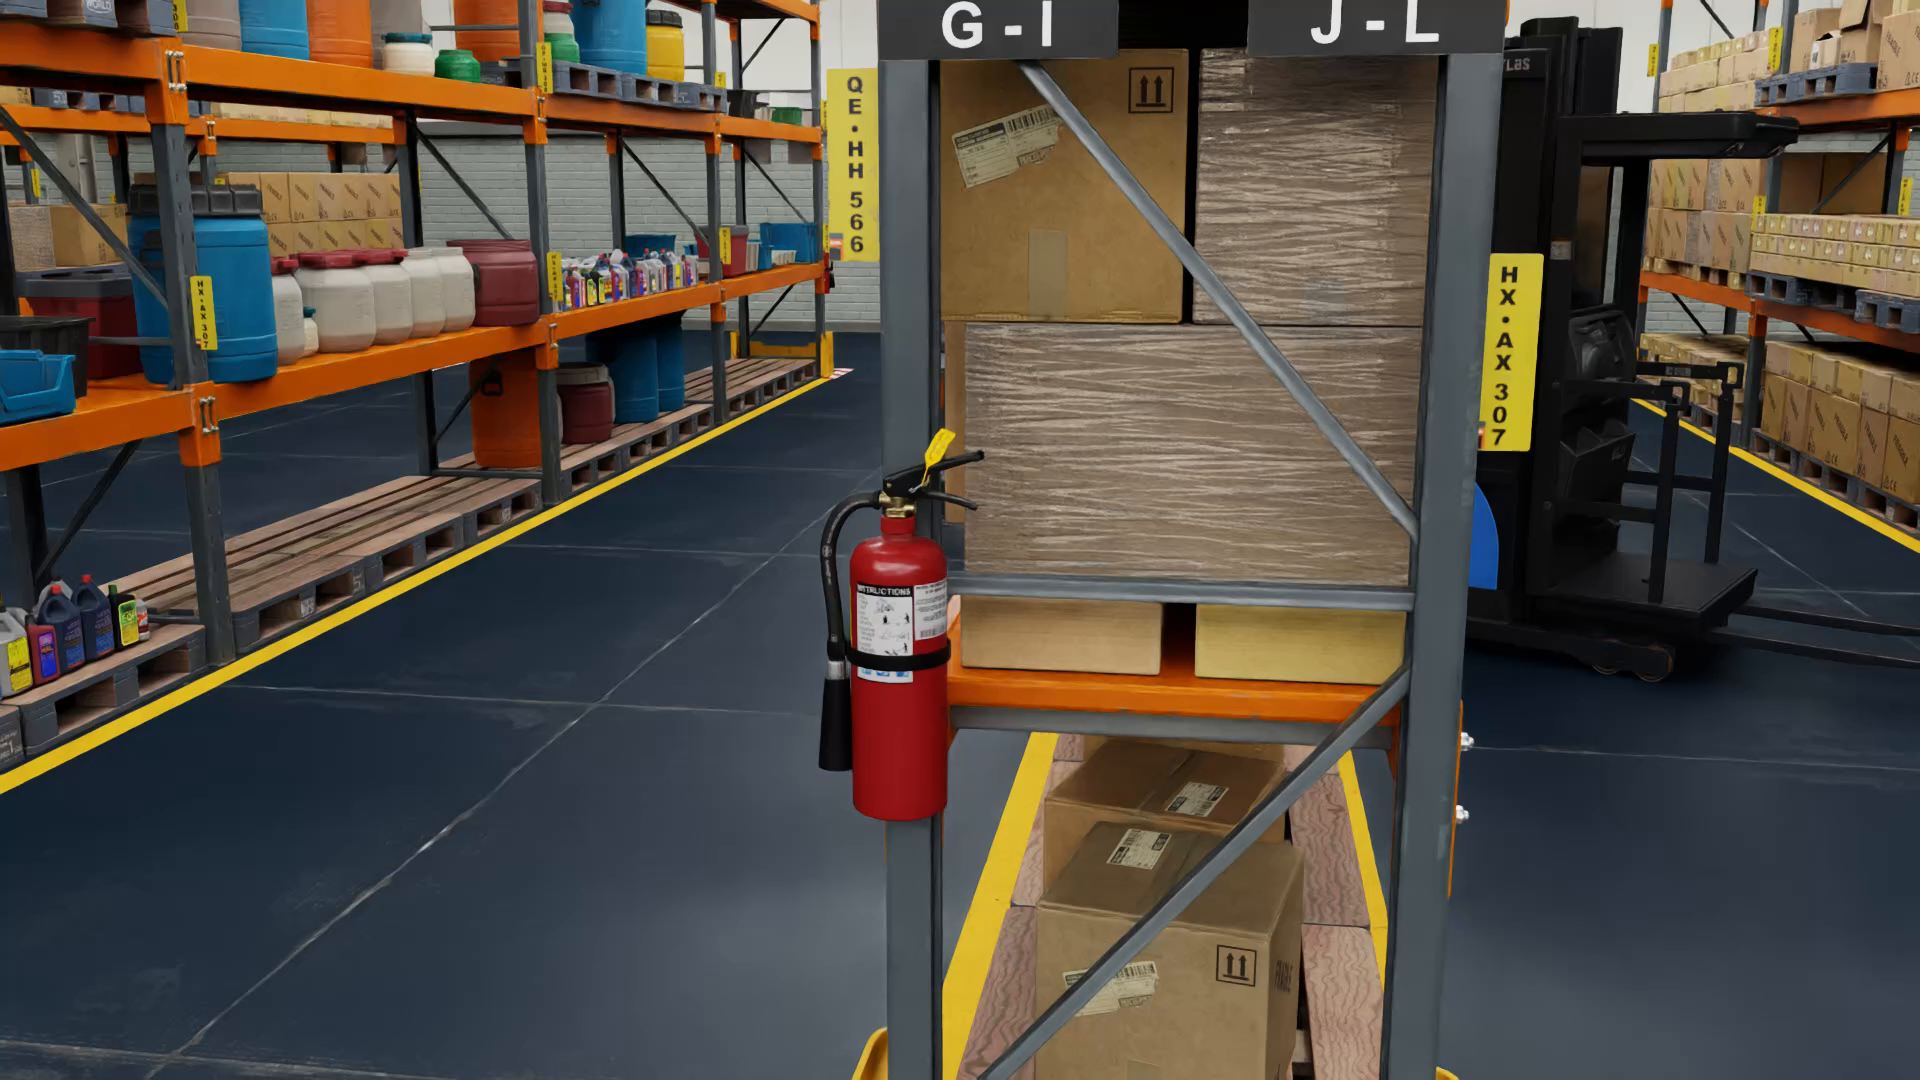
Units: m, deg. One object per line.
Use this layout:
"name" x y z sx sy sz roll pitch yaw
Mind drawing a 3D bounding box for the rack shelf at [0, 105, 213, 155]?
"rack shelf" -7.884 -3.422 13.838 1.077 0.370 4.000 2 12 9

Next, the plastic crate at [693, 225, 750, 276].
"plastic crate" -2.297 -2.800 16.073 0.402 0.464 0.583 2 12 9

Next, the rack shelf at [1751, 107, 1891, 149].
"rack shelf" 7.405 -3.751 15.365 1.077 0.370 4.000 2 12 9

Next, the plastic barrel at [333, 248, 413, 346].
"plastic barrel" -3.369 -1.398 9.537 0.433 0.535 0.433 0 12 0

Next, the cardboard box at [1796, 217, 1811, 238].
"cardboard box" 6.424 -2.309 12.276 0.380 0.149 0.250 2 12 8

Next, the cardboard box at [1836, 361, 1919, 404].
"cardboard box" 6.489 -1.099 11.628 0.500 0.250 0.500 2 12 10

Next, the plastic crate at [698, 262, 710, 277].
"plastic crate" -2.469 -2.555 15.711 0.396 0.136 0.243 2 12 9

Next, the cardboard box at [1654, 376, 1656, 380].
"cardboard box" 7.356 -1.708 17.070 0.380 0.149 0.250 2 12 8

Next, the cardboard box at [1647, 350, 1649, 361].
"cardboard box" 7.378 -1.909 17.294 0.380 0.149 0.250 2 12 11

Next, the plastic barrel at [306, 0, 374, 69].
"plastic barrel" -3.739 -3.106 9.644 0.600 0.830 0.708 2 12 9

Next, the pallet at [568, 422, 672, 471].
"pallet" -3.027 -0.785 13.634 1.003 0.211 1.213 2 12 9

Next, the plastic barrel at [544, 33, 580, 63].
"plastic barrel" -2.907 -3.538 12.043 0.294 0.245 0.294 0 12 0

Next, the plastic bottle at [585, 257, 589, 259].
"plastic bottle" -3.231 -2.316 14.424 0.097 0.271 0.097 0 12 0

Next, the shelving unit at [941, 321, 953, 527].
"shelving unit" 0.025 -1.061 10.432 0.431 2.100 0.503 2 12 9

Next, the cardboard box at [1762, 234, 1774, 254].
"cardboard box" 6.544 -2.327 13.062 0.380 0.149 0.250 2 12 8

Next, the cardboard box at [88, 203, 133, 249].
"cardboard box" -7.870 -2.886 15.531 0.700 0.500 0.500 -2 12 -10

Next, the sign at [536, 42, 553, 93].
"sign" -2.753 -3.128 11.017 0.100 0.325 0.005 2 12 9

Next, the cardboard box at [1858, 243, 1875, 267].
"cardboard box" 6.224 -1.895 11.060 0.380 0.149 0.250 2 12 9

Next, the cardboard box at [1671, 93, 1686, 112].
"cardboard box" 7.306 -4.251 16.334 0.500 0.250 0.500 2 12 10

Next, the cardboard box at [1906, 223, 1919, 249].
"cardboard box" 6.105 -1.877 10.272 0.380 0.149 0.250 1 12 6

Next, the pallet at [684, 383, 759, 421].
"pallet" -2.607 -1.353 16.271 1.003 0.211 1.213 2 12 9

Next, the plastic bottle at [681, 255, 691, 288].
"plastic bottle" -2.414 -2.363 14.614 0.061 0.283 0.133 2 12 9

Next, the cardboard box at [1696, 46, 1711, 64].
"cardboard box" 7.159 -4.559 15.629 0.380 0.149 0.250 2 12 10

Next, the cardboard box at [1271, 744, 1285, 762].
"cardboard box" 0.782 0.614 5.462 0.500 0.500 0.500 1 12 4

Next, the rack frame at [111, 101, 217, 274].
"rack frame" -7.576 -2.723 16.010 1.000 3.000 0.127 2 12 9

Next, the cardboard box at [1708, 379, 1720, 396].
"cardboard box" 6.885 -1.366 14.775 0.380 0.149 0.250 1 12 7

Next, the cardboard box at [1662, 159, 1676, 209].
"cardboard box" 7.310 -3.545 16.508 0.500 0.500 0.500 2 12 10

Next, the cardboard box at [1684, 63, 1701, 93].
"cardboard box" 7.219 -4.393 15.809 0.500 0.250 0.500 2 12 9

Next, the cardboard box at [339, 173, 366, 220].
"cardboard box" -6.909 -3.779 18.297 0.500 0.500 0.500 2 12 10

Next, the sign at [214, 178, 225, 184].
"sign" -7.027 -3.272 15.808 0.100 0.325 0.005 2 12 9

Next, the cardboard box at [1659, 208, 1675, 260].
"cardboard box" 7.313 -3.050 16.582 0.500 0.500 0.500 2 12 9

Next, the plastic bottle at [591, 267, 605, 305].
"plastic bottle" -2.739 -1.923 12.572 0.061 0.283 0.133 2 12 9

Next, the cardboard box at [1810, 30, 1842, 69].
"cardboard box" 6.755 -3.671 12.504 0.500 0.311 0.500 2 12 8

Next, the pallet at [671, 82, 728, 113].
"pallet" -2.706 -3.770 14.193 1.213 0.211 1.003 2 12 9

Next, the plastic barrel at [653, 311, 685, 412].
"plastic barrel" -2.783 -1.629 14.915 0.600 0.901 0.708 2 12 9

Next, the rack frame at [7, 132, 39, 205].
"rack frame" -11.856 -3.716 20.615 1.000 3.000 0.127 2 12 9

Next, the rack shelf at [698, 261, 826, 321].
"rack shelf" -2.375 -2.627 17.269 1.077 0.370 4.000 2 12 9

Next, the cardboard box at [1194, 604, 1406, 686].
"cardboard box" 0.646 0.168 3.192 0.380 0.149 0.250 2 12 9

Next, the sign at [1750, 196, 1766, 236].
"sign" 6.560 -2.659 13.656 0.100 0.325 0.005 2 12 9

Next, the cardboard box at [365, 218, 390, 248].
"cardboard box" -6.837 -3.395 18.888 0.500 0.500 0.500 2 12 9

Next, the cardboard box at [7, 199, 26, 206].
"cardboard box" -11.925 -3.756 20.089 0.980 0.700 0.700 2 12 11

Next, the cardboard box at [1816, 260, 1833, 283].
"cardboard box" 6.345 -1.911 11.839 0.380 0.149 0.250 1 12 6

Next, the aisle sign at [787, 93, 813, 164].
"aisle sign" -1.766 -4.671 18.877 0.394 0.787 0.004 2 12 9

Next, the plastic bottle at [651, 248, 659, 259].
"plastic bottle" -2.643 -2.341 14.351 0.144 0.351 0.185 2 12 9

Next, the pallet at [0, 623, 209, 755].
"pallet" -4.057 0.605 7.185 1.003 0.211 1.213 2 12 9

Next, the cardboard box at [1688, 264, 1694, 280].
"cardboard box" 7.149 -2.546 15.786 0.380 0.149 0.250 2 12 11

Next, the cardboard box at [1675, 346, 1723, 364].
"cardboard box" 7.113 -1.782 16.001 0.380 0.149 0.250 2 12 10

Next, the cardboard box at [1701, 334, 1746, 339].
"cardboard box" 7.881 -2.036 17.181 0.380 0.149 0.250 2 12 9

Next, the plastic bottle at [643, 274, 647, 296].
"plastic bottle" -2.604 -2.090 13.543 0.097 0.201 0.097 0 12 0

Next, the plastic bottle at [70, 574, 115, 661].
"plastic bottle" -3.727 0.327 7.101 0.144 0.351 0.185 2 12 7

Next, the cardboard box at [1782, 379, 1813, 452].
"cardboard box" 6.642 -0.948 12.707 0.500 0.500 0.500 2 12 11

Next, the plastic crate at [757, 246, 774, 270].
"plastic crate" -2.129 -2.906 17.114 0.416 0.233 0.300 2 12 9

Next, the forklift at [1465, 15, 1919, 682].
"forklift" 3.216 -0.917 7.793 3.031 2.935 1.130 9 15 36
